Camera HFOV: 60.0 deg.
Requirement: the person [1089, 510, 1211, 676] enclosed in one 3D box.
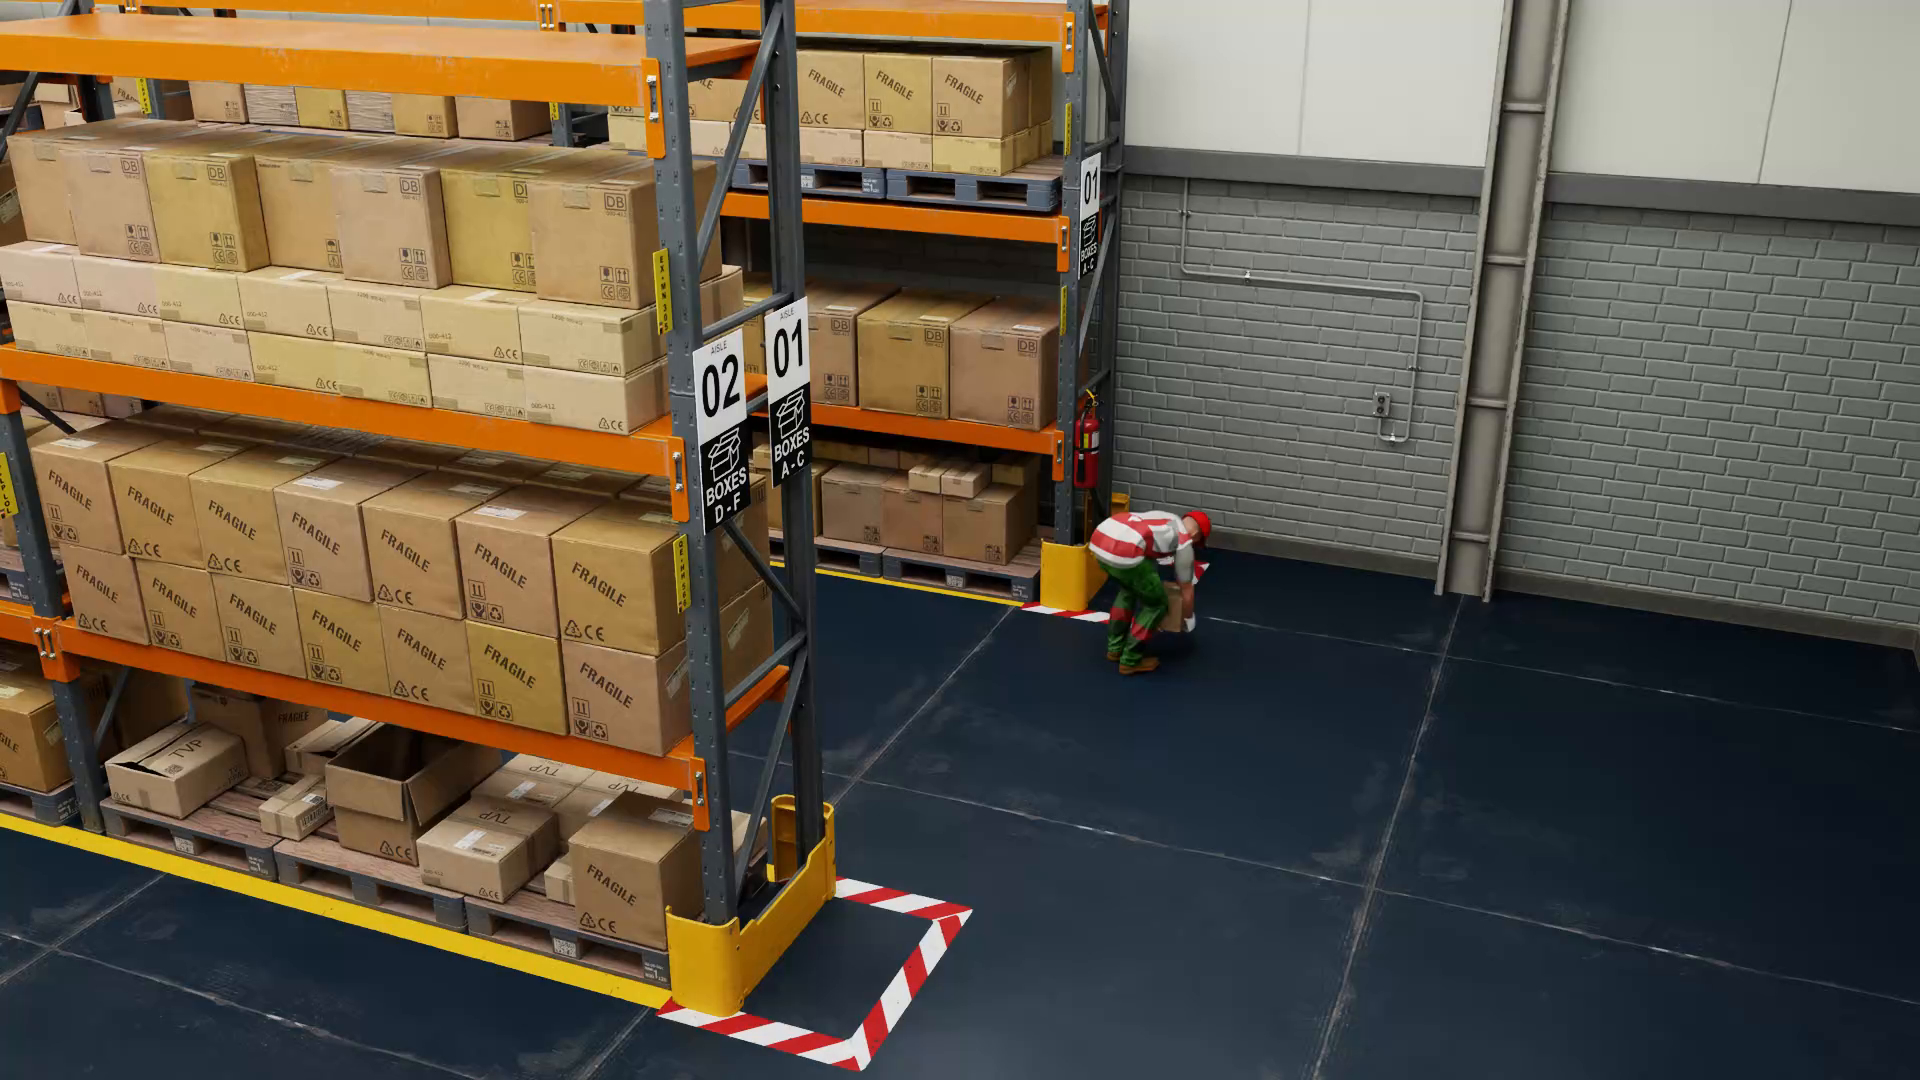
[{"bbox_3d":[1.306,0.293,11.127,0.961,1.073,0.500,-14,26,-30],"label":"person"}]
